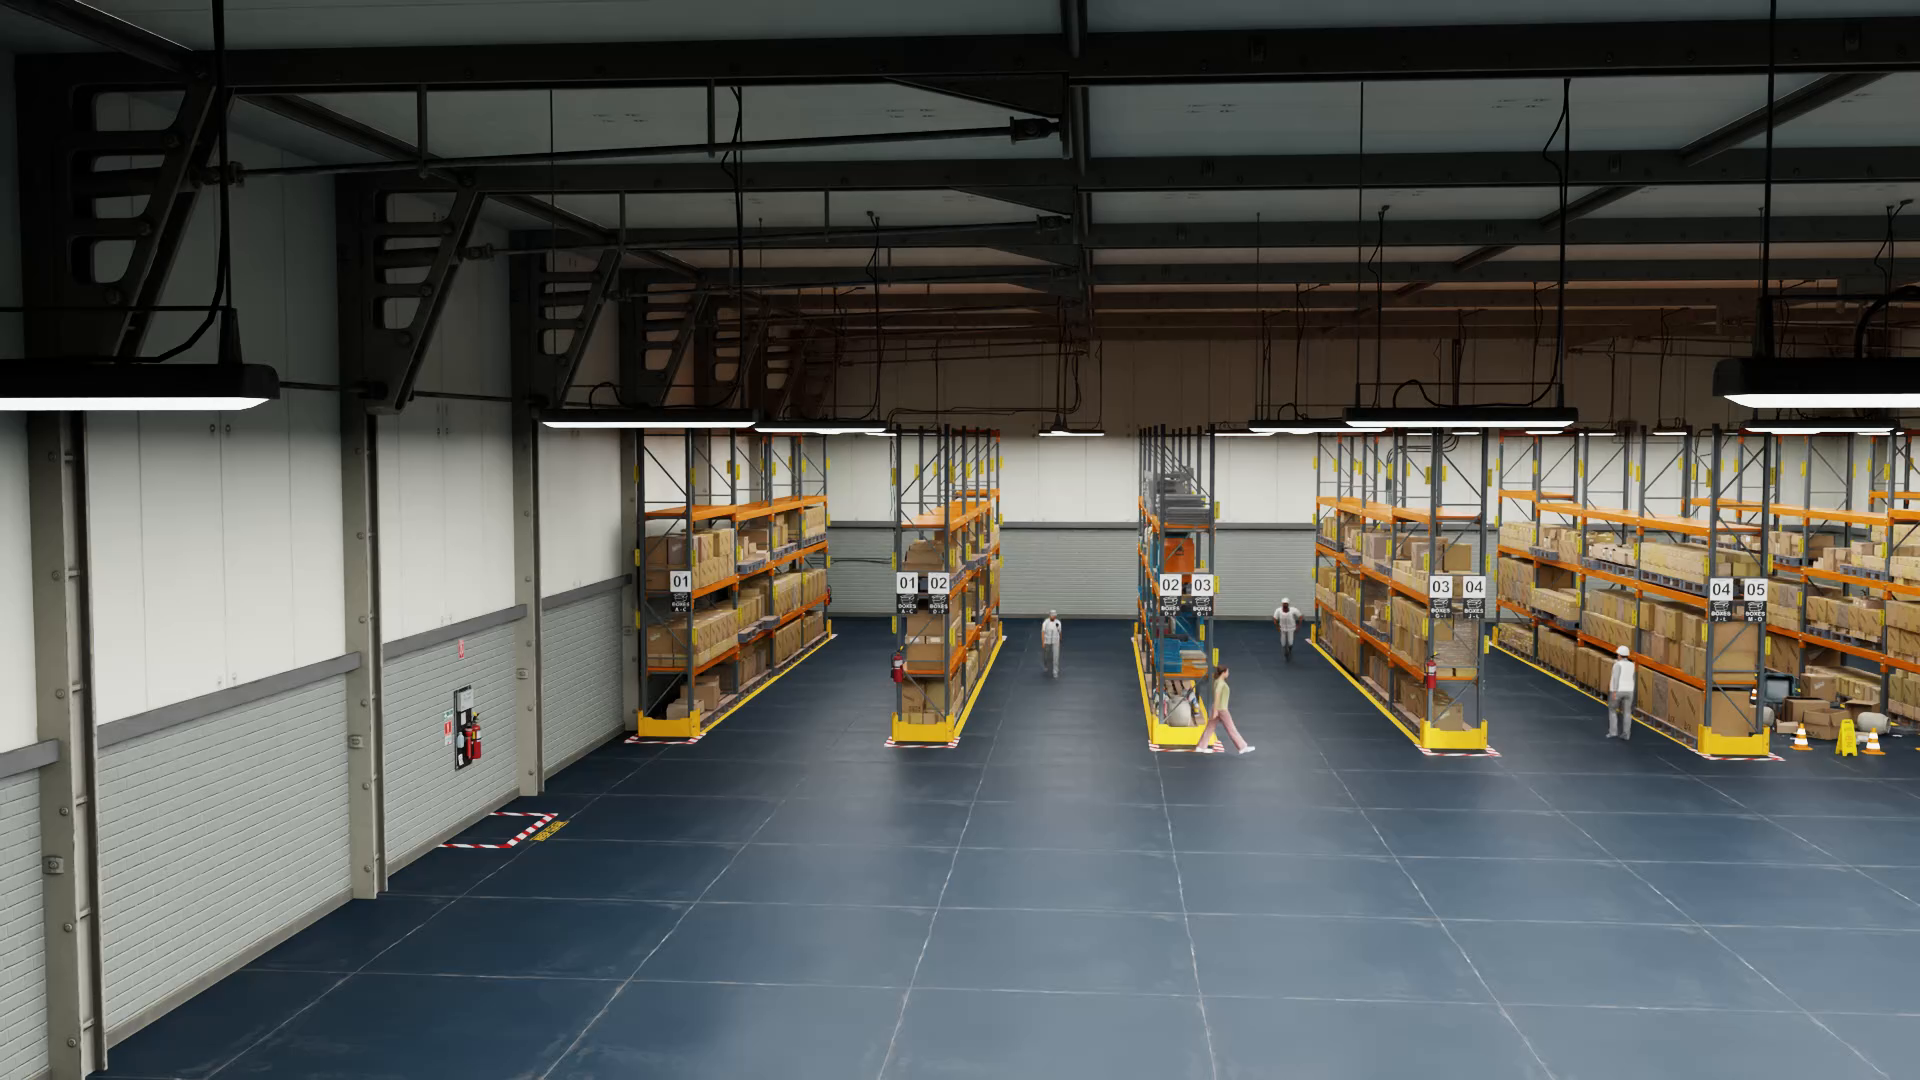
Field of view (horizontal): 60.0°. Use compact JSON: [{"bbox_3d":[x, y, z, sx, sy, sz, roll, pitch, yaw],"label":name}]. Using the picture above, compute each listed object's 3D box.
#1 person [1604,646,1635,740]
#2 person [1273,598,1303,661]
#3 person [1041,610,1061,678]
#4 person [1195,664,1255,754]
[{"bbox_3d":[12.650,2.936,31.693,0.520,1.821,0.613,0,3,1],"label":"person"},{"bbox_3d":[8.408,2.296,42.616,0.754,1.669,0.677,1,4,14],"label":"person"},{"bbox_3d":[2.194,2.463,40.032,0.487,1.599,1.048,0,3,0],"label":"person"},{"bbox_3d":[4.790,3.058,30.098,1.021,1.610,0.534,0,3,-5],"label":"person"}]
